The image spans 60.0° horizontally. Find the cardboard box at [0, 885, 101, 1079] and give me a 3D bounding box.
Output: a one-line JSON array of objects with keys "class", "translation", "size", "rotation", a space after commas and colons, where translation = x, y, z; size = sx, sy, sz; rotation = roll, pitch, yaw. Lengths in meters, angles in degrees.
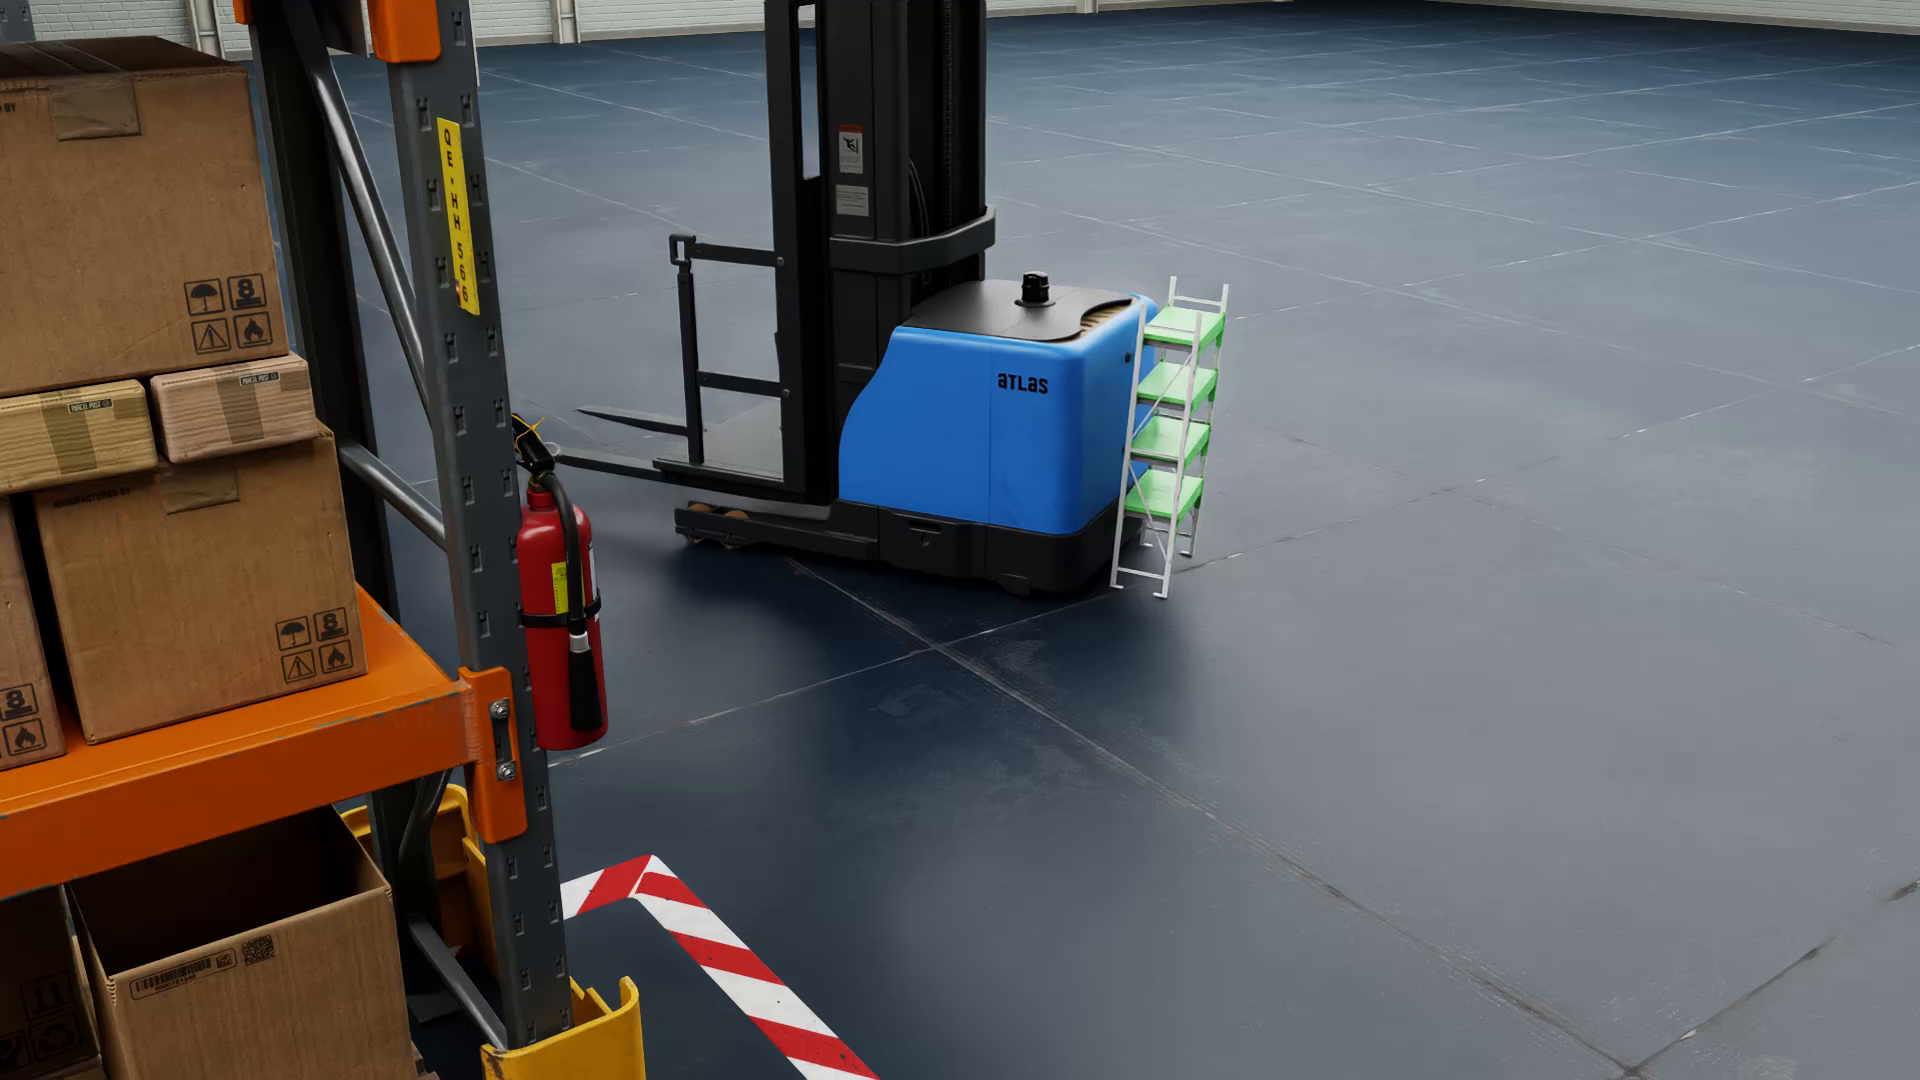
[{"class": "cardboard box", "translation": [-2.137, 0.820, 3.426], "size": [0.500, 0.500, 0.500], "rotation": [-15, 26, -33]}]

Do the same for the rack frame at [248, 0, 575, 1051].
[{"class": "rack frame", "translation": [-1.167, -0.072, 3.529], "size": [0.127, 3.000, 1.000], "rotation": [-15, 26, -33]}]

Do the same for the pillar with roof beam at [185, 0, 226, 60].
[{"class": "pillar with roof beam", "translation": [-9.346, -10.437, 21.410], "size": [0.400, 9.000, 9.100], "rotation": [-15, 26, -33]}]

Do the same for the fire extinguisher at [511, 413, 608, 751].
[{"class": "fire extinguisher", "translation": [-0.800, 0.078, 3.257], "size": [0.183, 0.674, 0.296], "rotation": [-15, 26, -33]}]

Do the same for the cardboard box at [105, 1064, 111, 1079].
[{"class": "cardboard box", "translation": [-1.430, 1.215, 3.447], "size": [0.500, 0.250, 0.500], "rotation": [-15, 26, -33]}]

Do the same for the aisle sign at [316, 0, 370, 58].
[{"class": "aisle sign", "translation": [-1.293, -1.386, 3.314], "size": [0.004, 0.787, 0.394], "rotation": [-15, 26, -33]}]

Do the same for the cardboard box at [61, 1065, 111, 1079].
[{"class": "cardboard box", "translation": [-1.829, 1.327, 3.167], "size": [0.500, 0.250, 0.500], "rotation": [-15, 26, -33]}]

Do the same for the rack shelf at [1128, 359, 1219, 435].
[{"class": "rack shelf", "translation": [0.869, -0.585, 6.747], "size": [0.258, 0.148, 0.480], "rotation": [12, 24, 17]}]

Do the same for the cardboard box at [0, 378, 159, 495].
[{"class": "cardboard box", "translation": [-1.578, -0.222, 2.896], "size": [0.250, 0.149, 0.380], "rotation": [-14, 26, -32]}]

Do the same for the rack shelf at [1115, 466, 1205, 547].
[{"class": "rack shelf", "translation": [0.838, -0.145, 6.936], "size": [0.258, 0.148, 0.480], "rotation": [12, 24, 17]}]

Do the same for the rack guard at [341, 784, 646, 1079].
[{"class": "rack guard", "translation": [-1.148, 1.084, 4.005], "size": [0.348, 0.500, 1.175], "rotation": [-15, 26, -33]}]

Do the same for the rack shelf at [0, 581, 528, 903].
[{"class": "rack shelf", "translation": [-2.791, 0.695, 2.577], "size": [4.000, 0.370, 1.077], "rotation": [-15, 26, -33]}]

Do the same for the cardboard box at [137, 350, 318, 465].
[{"class": "cardboard box", "translation": [-1.366, -0.279, 3.039], "size": [0.250, 0.149, 0.380], "rotation": [-15, 26, -34]}]

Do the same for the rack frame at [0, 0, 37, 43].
[{"class": "rack frame", "translation": [-4.057, -1.563, 7.265], "size": [0.127, 3.000, 1.000], "rotation": [-15, 26, -33]}]

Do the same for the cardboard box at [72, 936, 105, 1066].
[{"class": "cardboard box", "translation": [-1.733, 1.059, 3.838], "size": [0.500, 0.250, 0.500], "rotation": [-15, 26, -33]}]

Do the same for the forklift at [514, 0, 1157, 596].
[{"class": "forklift", "translation": [-0.699, -1.488, 7.170], "size": [3.031, 2.935, 1.130], "rotation": [10, 24, 23]}]

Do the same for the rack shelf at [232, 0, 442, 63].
[{"class": "rack shelf", "translation": [-2.791, -0.698, 2.022], "size": [4.000, 0.370, 1.077], "rotation": [-15, 26, -33]}]

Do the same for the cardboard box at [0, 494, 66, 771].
[{"class": "cardboard box", "translation": [-1.977, 0.094, 2.978], "size": [0.500, 0.500, 0.700], "rotation": [-14, 26, -31]}]

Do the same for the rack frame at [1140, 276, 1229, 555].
[{"class": "rack frame", "translation": [0.942, -0.509, 7.029], "size": [0.240, 1.200, 0.015], "rotation": [12, 24, 17]}]

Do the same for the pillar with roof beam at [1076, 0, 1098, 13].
[{"class": "pillar with roof beam", "translation": [5.265, -14.333, 31.174], "size": [0.400, 9.000, 9.100], "rotation": [-15, 26, -33]}]

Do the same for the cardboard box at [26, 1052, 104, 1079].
[{"class": "cardboard box", "translation": [-2.136, 1.169, 3.564], "size": [0.500, 0.250, 0.500], "rotation": [-15, 26, -33]}]

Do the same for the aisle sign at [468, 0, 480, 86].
[{"class": "aisle sign", "translation": [-0.942, -1.205, 2.861], "size": [0.004, 0.787, 0.394], "rotation": [-15, 26, -33]}]

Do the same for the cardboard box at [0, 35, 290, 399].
[{"class": "cardboard box", "translation": [-1.597, -0.612, 2.998], "size": [0.500, 0.500, 0.700], "rotation": [-15, 26, -33]}]

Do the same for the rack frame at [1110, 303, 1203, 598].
[{"class": "rack frame", "translation": [0.773, -0.339, 6.604], "size": [0.240, 1.200, 0.015], "rotation": [12, 24, 17]}]

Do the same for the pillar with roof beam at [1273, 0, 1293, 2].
[{"class": "pillar with roof beam", "translation": [10.136, -15.632, 34.429], "size": [0.400, 9.000, 9.100], "rotation": [-15, 26, -33]}]

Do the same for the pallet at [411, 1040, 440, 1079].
[{"class": "pallet", "translation": [-1.764, 1.401, 3.599], "size": [1.213, 0.211, 1.003], "rotation": [-15, 26, -33]}]

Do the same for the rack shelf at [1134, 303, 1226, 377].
[{"class": "rack shelf", "translation": [0.884, -0.806, 6.653], "size": [0.258, 0.148, 0.480], "rotation": [12, 24, 17]}]

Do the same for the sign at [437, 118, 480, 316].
[{"class": "sign", "translation": [-0.862, -0.553, 2.854], "size": [0.005, 0.325, 0.100], "rotation": [-15, 26, -33]}]

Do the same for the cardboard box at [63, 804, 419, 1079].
[{"class": "cardboard box", "translation": [-1.429, 0.868, 3.307], "size": [0.500, 0.500, 0.500], "rotation": [-15, 26, -33]}]

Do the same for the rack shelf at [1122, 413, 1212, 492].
[{"class": "rack shelf", "translation": [0.853, -0.365, 6.842], "size": [0.258, 0.148, 0.480], "rotation": [12, 24, 17]}]

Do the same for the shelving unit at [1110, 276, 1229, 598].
[{"class": "shelving unit", "translation": [0.857, -0.424, 6.817], "size": [0.258, 1.200, 0.503], "rotation": [12, 24, 17]}]

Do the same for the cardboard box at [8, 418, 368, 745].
[{"class": "cardboard box", "translation": [-1.554, -0.021, 3.267], "size": [0.500, 0.500, 0.700], "rotation": [-15, 26, -33]}]

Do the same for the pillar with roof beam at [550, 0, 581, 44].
[{"class": "pillar with roof beam", "translation": [-4.476, -11.736, 24.665], "size": [0.400, 9.000, 9.100], "rotation": [-15, 26, -33]}]
